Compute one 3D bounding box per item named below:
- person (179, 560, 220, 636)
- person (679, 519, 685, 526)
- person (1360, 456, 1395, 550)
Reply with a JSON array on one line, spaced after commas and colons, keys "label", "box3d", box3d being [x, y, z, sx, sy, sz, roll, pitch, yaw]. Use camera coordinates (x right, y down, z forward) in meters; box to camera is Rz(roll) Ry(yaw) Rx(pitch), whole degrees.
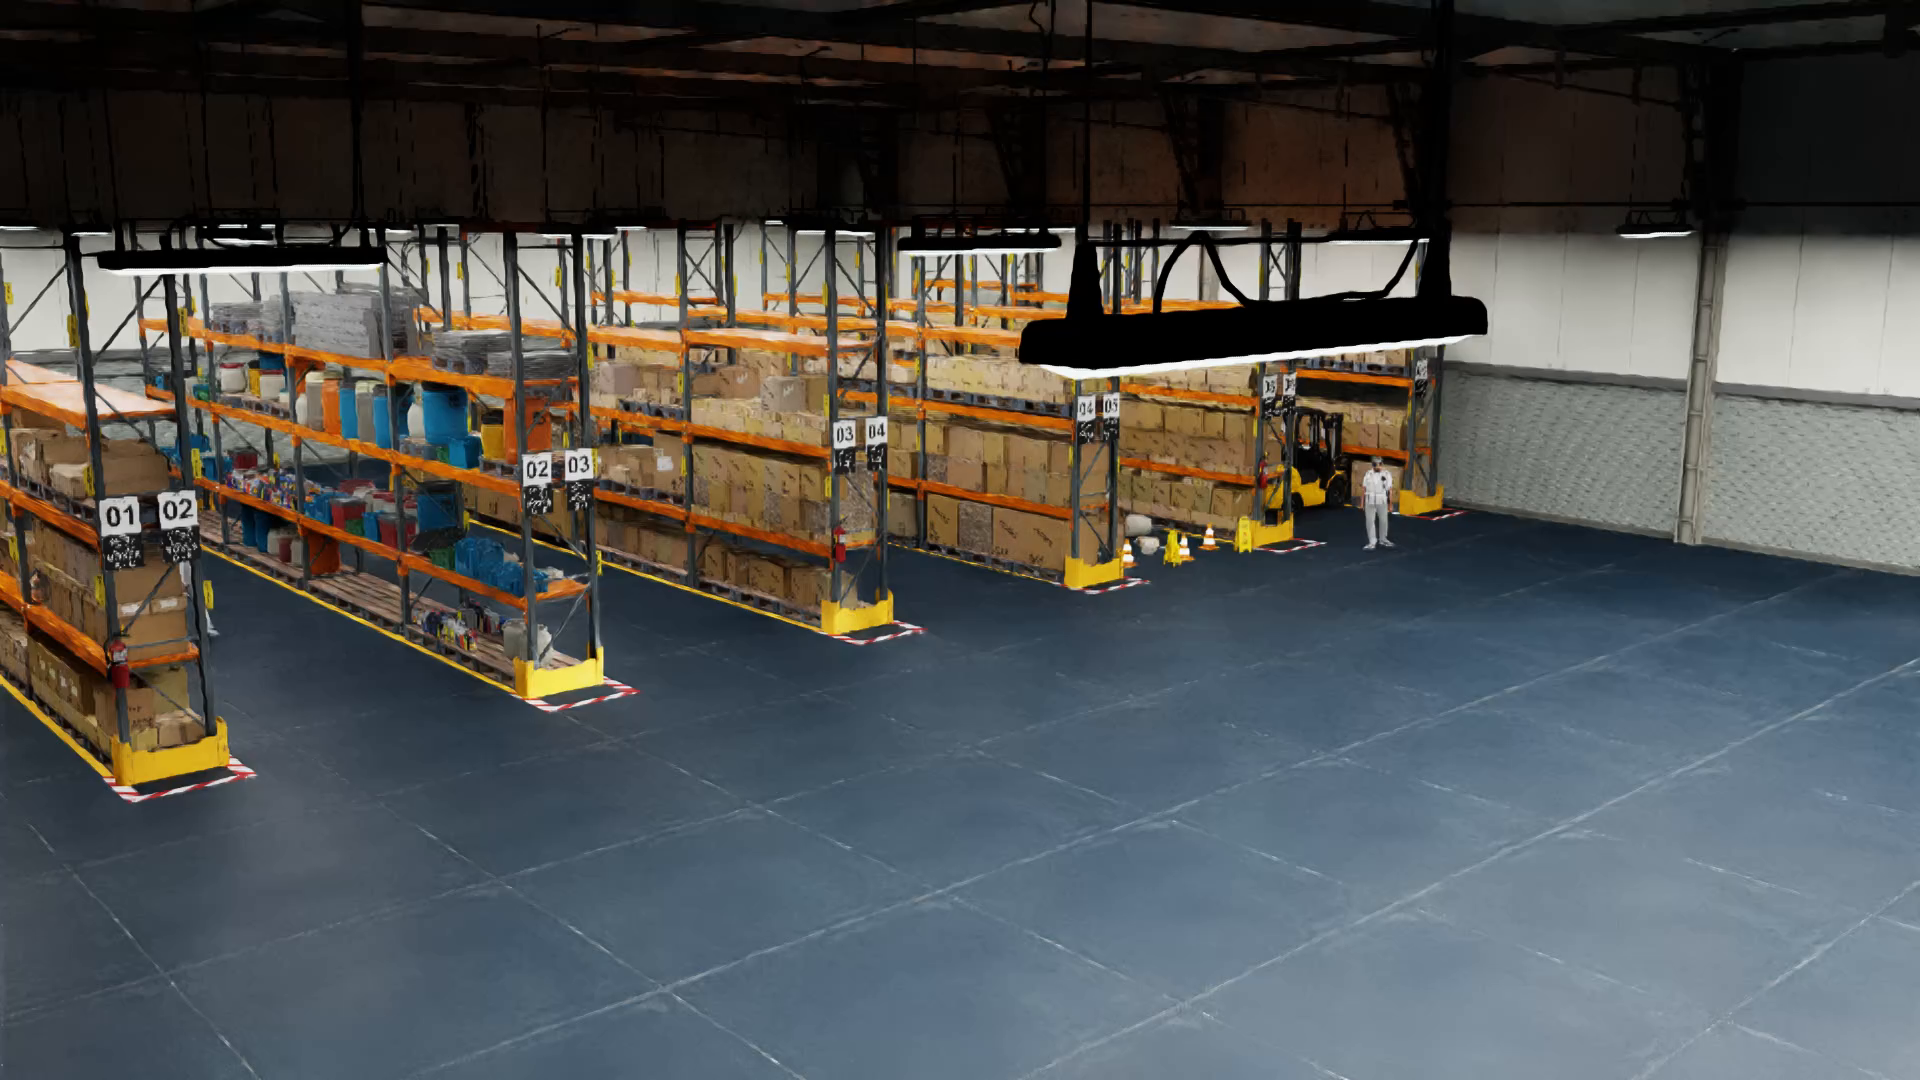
[{"label": "person", "box3d": [-11.454, 0.588, 24.537, 1.104, 1.716, 0.577, 9, 15, 39]}, {"label": "person", "box3d": [-5.133, -0.757, 31.544, 0.463, 1.596, 0.998, -10, 15, -42]}, {"label": "person", "box3d": [7.803, -0.712, 31.025, 0.655, 1.747, 0.556, 4, 12, 21]}]
